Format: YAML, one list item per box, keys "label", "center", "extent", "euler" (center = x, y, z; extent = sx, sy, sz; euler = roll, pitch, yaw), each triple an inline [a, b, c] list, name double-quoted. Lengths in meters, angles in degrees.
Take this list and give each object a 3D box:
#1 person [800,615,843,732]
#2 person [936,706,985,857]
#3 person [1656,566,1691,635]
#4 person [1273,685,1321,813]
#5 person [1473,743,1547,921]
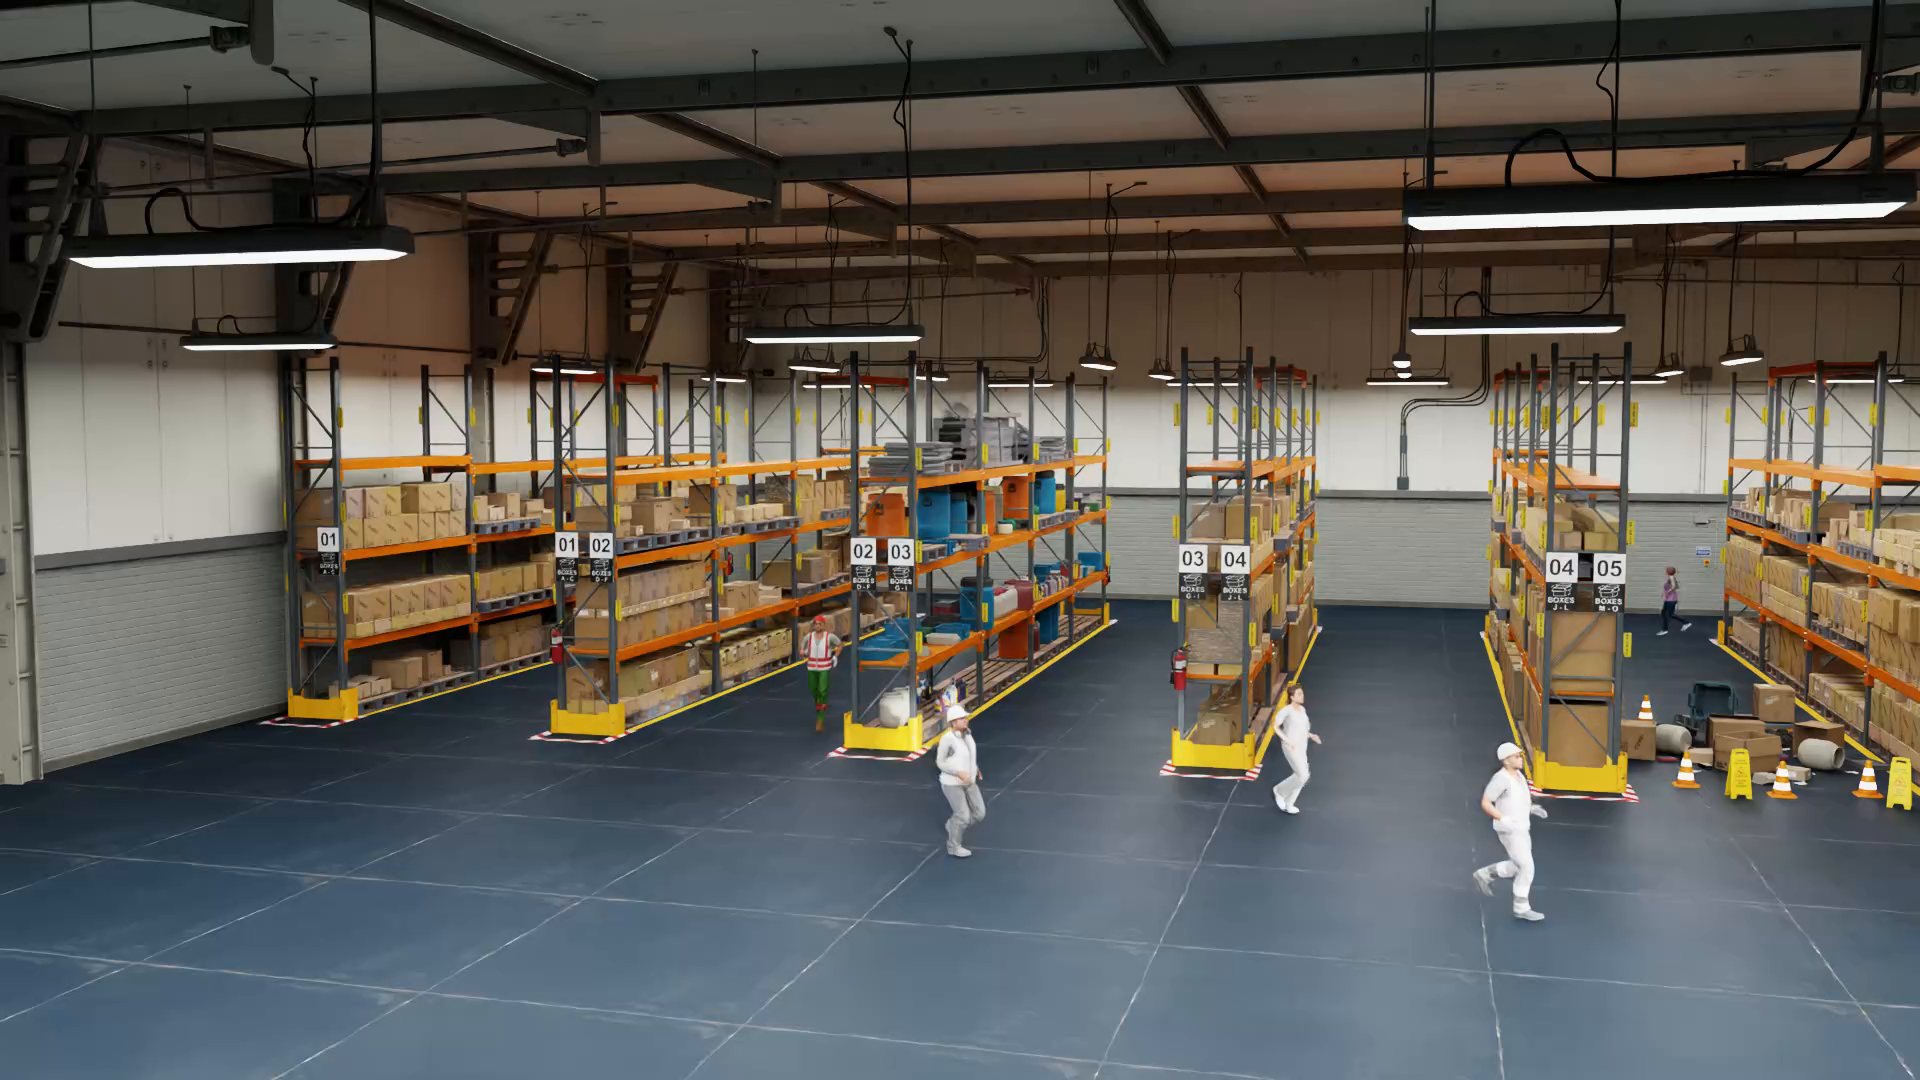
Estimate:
- label: "person"
  center: [-2.265, 2.123, 26.808]
  extent: [0.640, 1.830, 0.797]
  euler: [1, 4, 12]
- label: "person"
  center: [0.009, 2.746, 18.933]
  extent: [0.576, 1.725, 0.638]
  euler: [3, 5, 38]
- label: "person"
  center: [16.418, 1.410, 38.203]
  extent: [0.747, 1.609, 0.555]
  euler: [1, 4, 19]
- label: "person"
  center: [4.250, 2.642, 20.987]
  extent: [0.540, 1.626, 0.544]
  euler: [-4, 6, -44]
- label: "person"
  center: [5.506, 2.905, 16.699]
  extent: [0.786, 1.749, 0.663]
  euler: [4, 6, 42]
